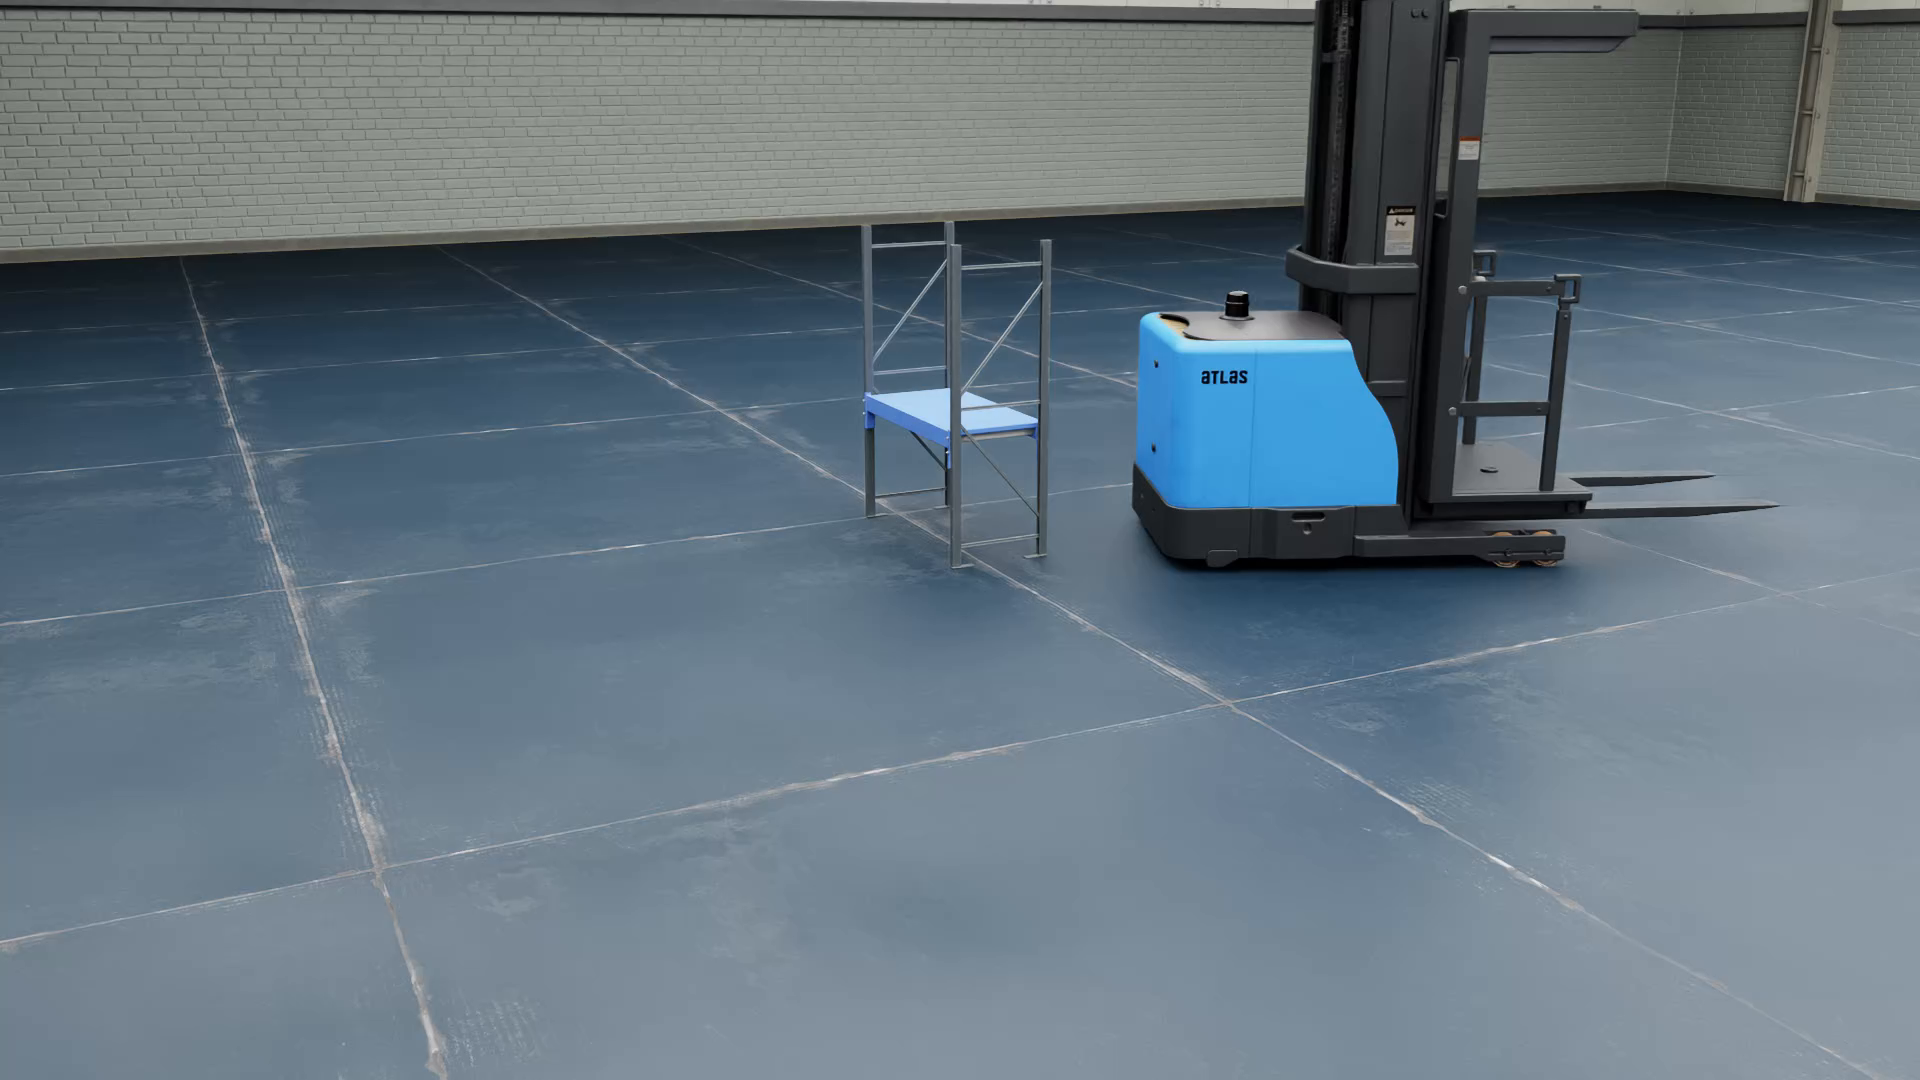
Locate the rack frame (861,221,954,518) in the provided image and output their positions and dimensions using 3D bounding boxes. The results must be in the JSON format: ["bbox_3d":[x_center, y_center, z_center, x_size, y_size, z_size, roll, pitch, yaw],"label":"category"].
[{"bbox_3d":[-0.260,-0.868,8.557,0.500,1.500,0.032,-8,18,-25],"label":"rack frame"}]

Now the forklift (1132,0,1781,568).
[{"bbox_3d":[2.431,-1.423,7.897,3.031,2.935,1.130,-1,16,-4],"label":"forklift"}]

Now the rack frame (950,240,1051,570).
[{"bbox_3d":[0.185,-0.616,7.678,0.500,1.500,0.032,-8,18,-25],"label":"rack frame"}]

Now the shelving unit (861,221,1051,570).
[{"bbox_3d":[-0.037,-0.742,8.117,0.538,1.500,1.048,-8,18,-25],"label":"shelving unit"}]

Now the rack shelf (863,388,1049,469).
[{"bbox_3d":[-0.037,-0.569,8.167,0.538,0.185,1.000,-8,18,-25],"label":"rack shelf"}]

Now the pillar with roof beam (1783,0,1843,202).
[{"bbox_3d":[10.487,-9.602,25.395,9.100,9.000,0.400,-8,18,-25],"label":"pillar with roof beam"}]
